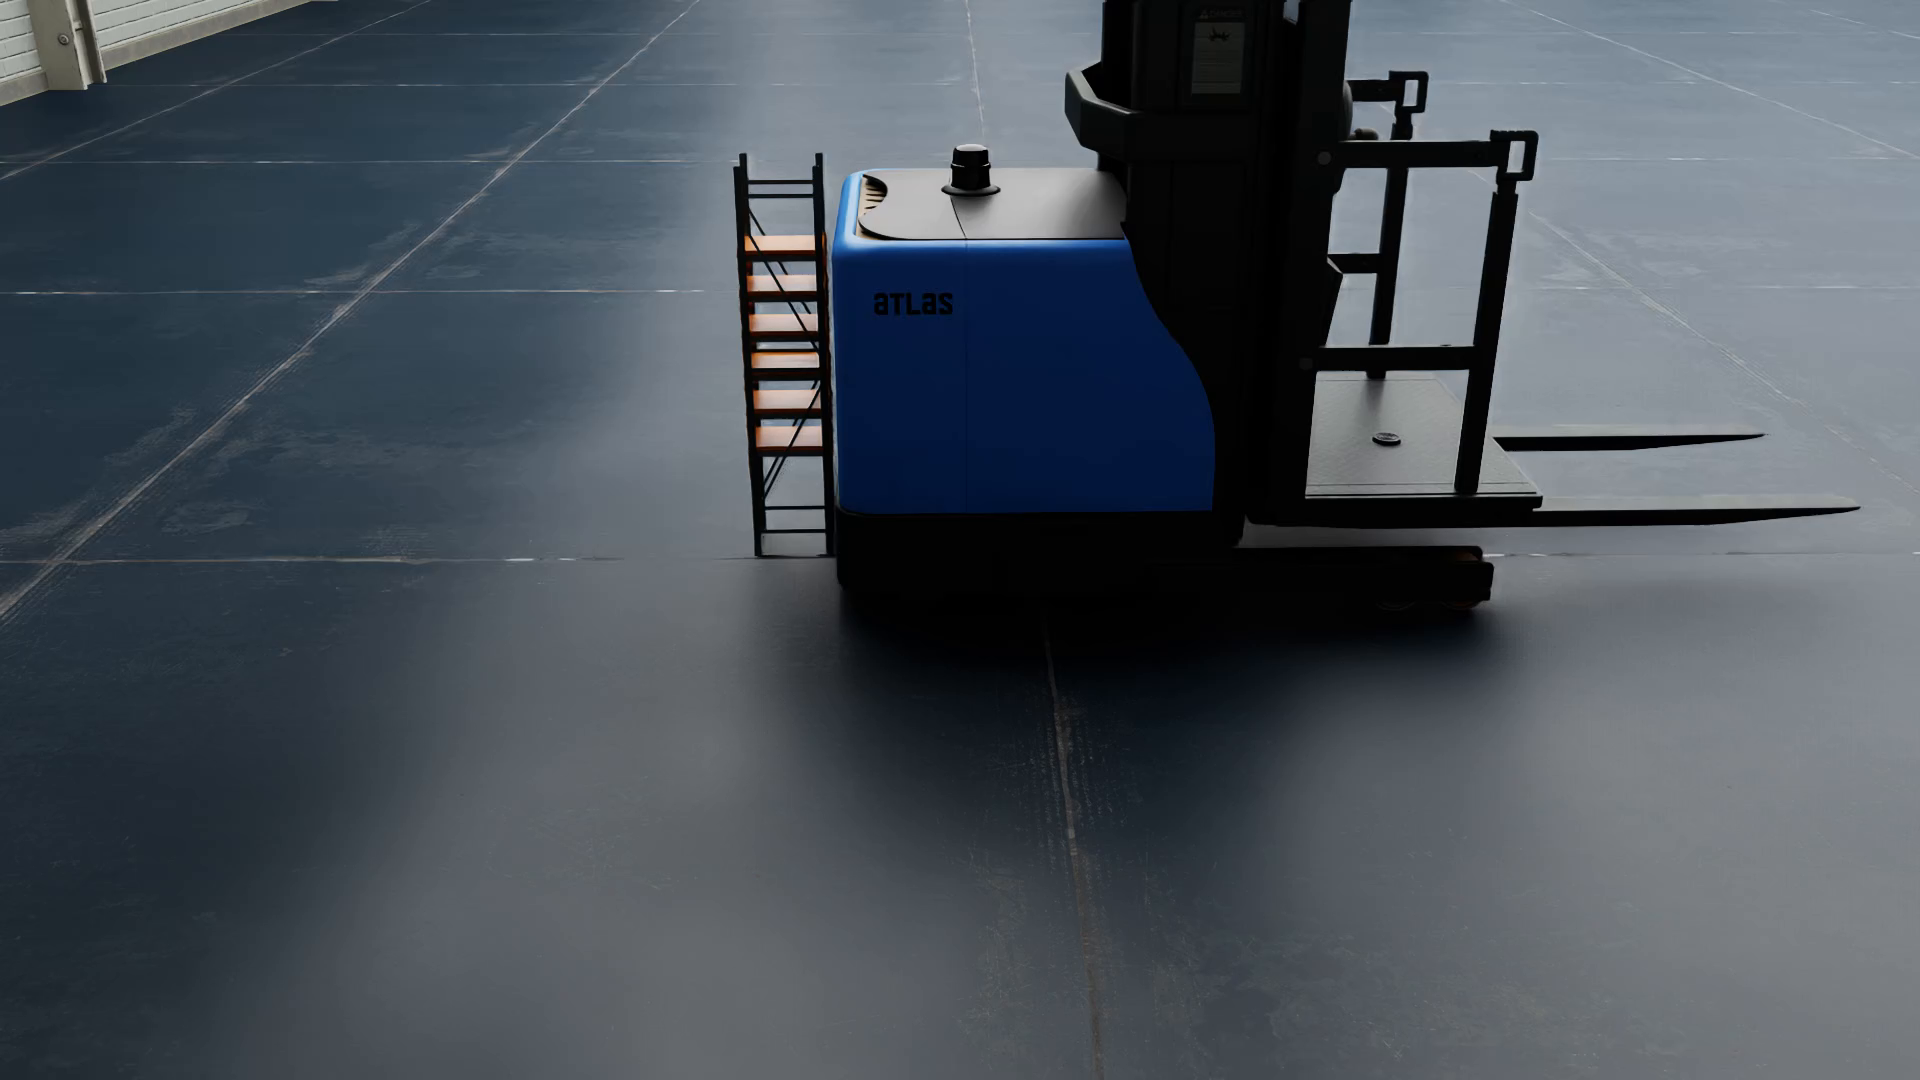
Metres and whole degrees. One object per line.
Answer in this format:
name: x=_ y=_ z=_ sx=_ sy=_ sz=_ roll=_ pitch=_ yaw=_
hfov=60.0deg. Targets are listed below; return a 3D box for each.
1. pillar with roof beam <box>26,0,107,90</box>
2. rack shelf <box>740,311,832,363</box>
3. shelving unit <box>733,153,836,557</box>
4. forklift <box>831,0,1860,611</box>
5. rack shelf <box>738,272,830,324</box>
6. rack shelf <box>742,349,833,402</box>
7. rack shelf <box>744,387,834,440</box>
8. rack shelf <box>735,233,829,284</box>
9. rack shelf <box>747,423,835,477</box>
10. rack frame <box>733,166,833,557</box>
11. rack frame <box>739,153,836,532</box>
pillar with roof beam: x=-2.741 y=-7.743 z=11.451 sx=9.100 sy=9.000 sz=0.400 roll=0 pitch=24 yaw=-1
rack shelf: x=-0.515 y=-0.604 z=4.946 sx=0.258 sy=0.103 sz=0.180 roll=-1 pitch=24 yaw=-1
shelving unit: x=-0.515 y=-0.535 z=4.977 sx=0.258 sy=1.200 sz=0.189 roll=-1 pitch=24 yaw=-1
forklift: x=1.147 y=-1.349 z=4.676 sx=3.031 sy=2.935 sz=1.130 roll=-1 pitch=24 yaw=-2
rack shelf: x=-0.515 y=-0.713 z=4.896 sx=0.258 sy=0.103 sz=0.180 roll=-1 pitch=24 yaw=-1
rack shelf: x=-0.515 y=-0.495 z=4.995 sx=0.258 sy=0.103 sz=0.180 roll=-1 pitch=24 yaw=-1
rack shelf: x=-0.515 y=-0.385 z=5.045 sx=0.258 sy=0.103 sz=0.180 roll=-1 pitch=24 yaw=-1
rack shelf: x=-0.516 y=-0.823 z=4.847 sx=0.258 sy=0.103 sz=0.180 roll=-1 pitch=24 yaw=-1
rack shelf: x=-0.515 y=-0.276 z=5.094 sx=0.258 sy=0.103 sz=0.180 roll=-1 pitch=24 yaw=-1
rack frame: x=-0.513 y=-0.498 z=4.894 sx=0.240 sy=1.200 sz=0.006 roll=-1 pitch=24 yaw=-1
rack frame: x=-0.518 y=-0.573 z=5.060 sx=0.240 sy=1.200 sz=0.006 roll=-1 pitch=24 yaw=-1
